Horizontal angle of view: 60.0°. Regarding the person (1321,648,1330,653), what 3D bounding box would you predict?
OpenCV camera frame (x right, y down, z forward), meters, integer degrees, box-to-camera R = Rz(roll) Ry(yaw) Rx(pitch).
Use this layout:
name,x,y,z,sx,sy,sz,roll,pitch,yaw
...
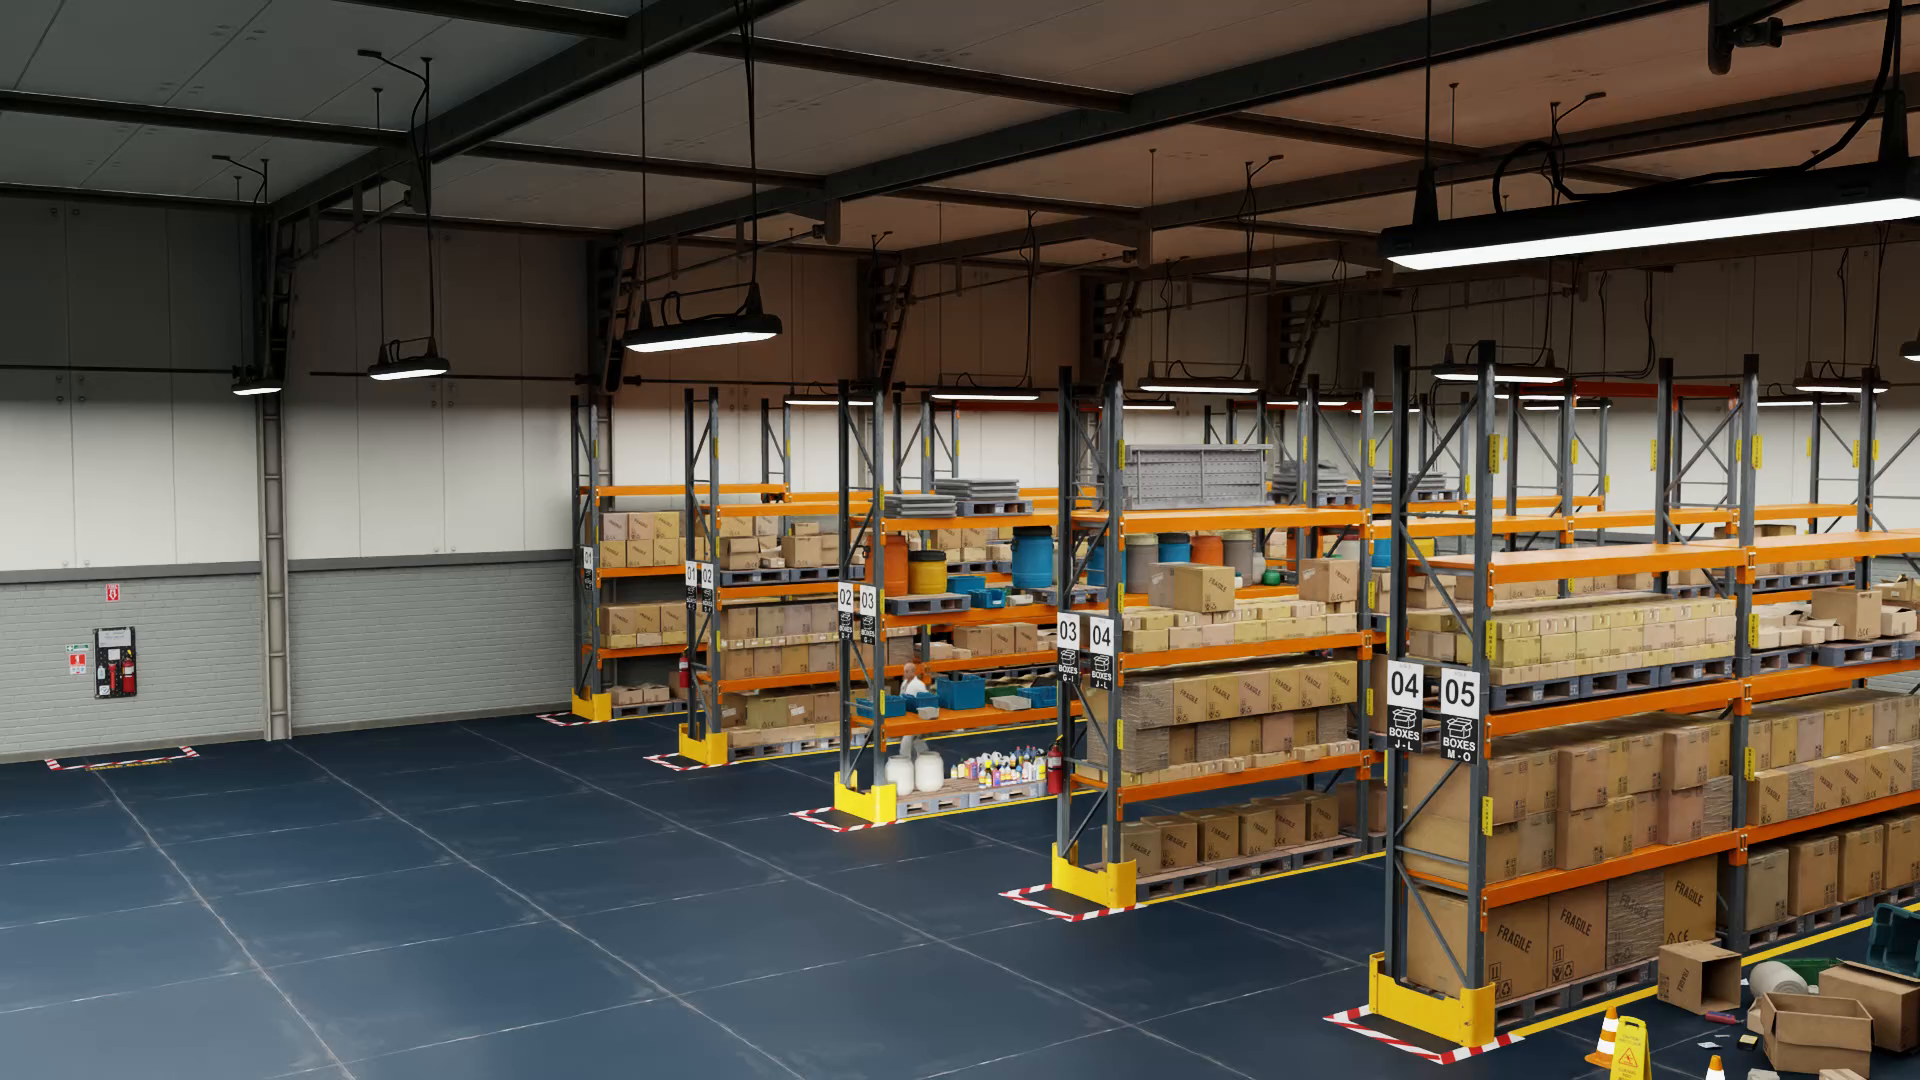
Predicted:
name,x,y,z,sx,sy,sz,roll,pitch,yaw
person,7.090,2.426,31.954,0.488,1.646,0.532,-1,4,-22

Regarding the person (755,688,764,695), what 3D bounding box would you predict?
name,x,y,z,sx,sy,sz,roll,pitch,yaw
person,-3.645,2.506,30.375,0.622,1.671,0.591,-1,3,-9

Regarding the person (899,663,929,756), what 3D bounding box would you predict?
name,x,y,z,sx,sy,sz,roll,pitch,yaw
person,-0.791,2.744,25.322,0.971,1.744,0.590,-2,4,-25
